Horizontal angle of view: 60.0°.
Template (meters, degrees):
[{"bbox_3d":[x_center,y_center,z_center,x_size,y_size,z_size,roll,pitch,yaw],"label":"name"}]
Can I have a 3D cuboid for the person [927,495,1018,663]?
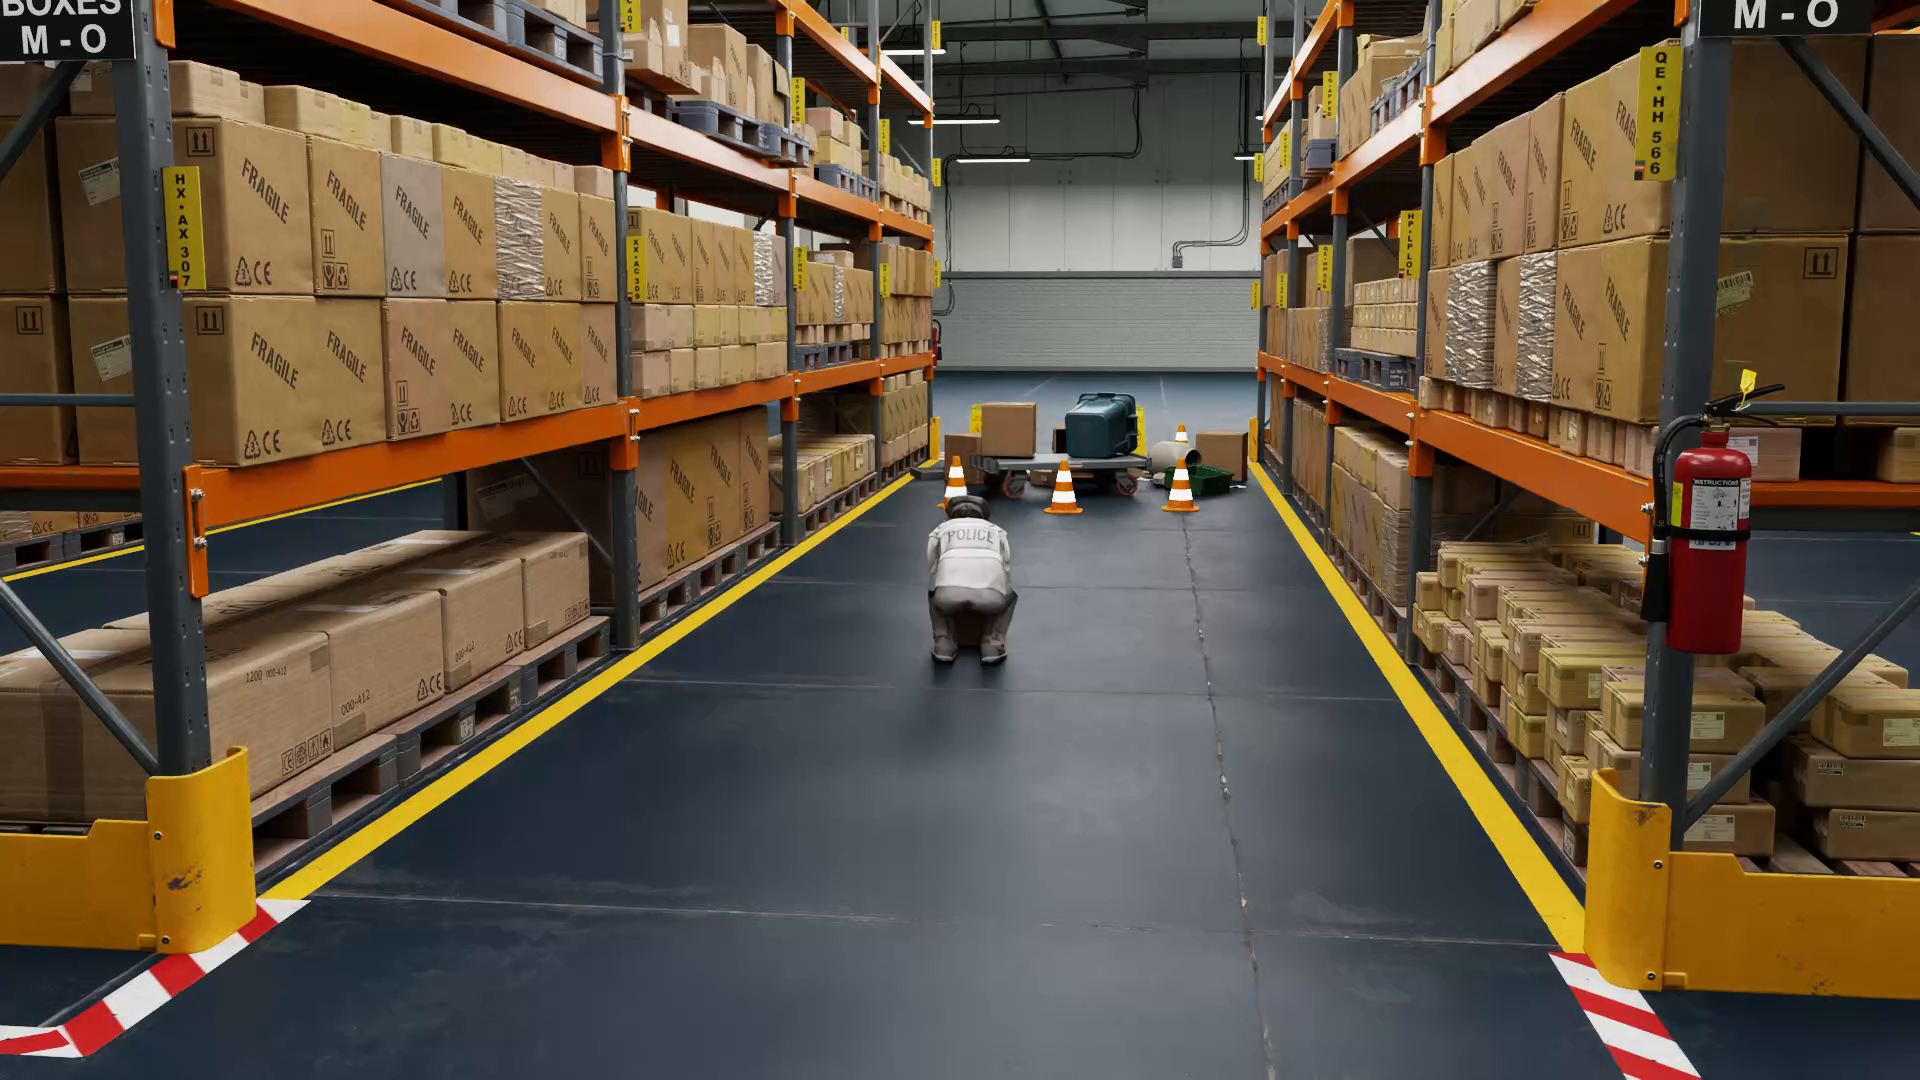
[{"bbox_3d":[0.057,0.218,8.601,0.477,0.847,0.875,1,8,6],"label":"person"}]
